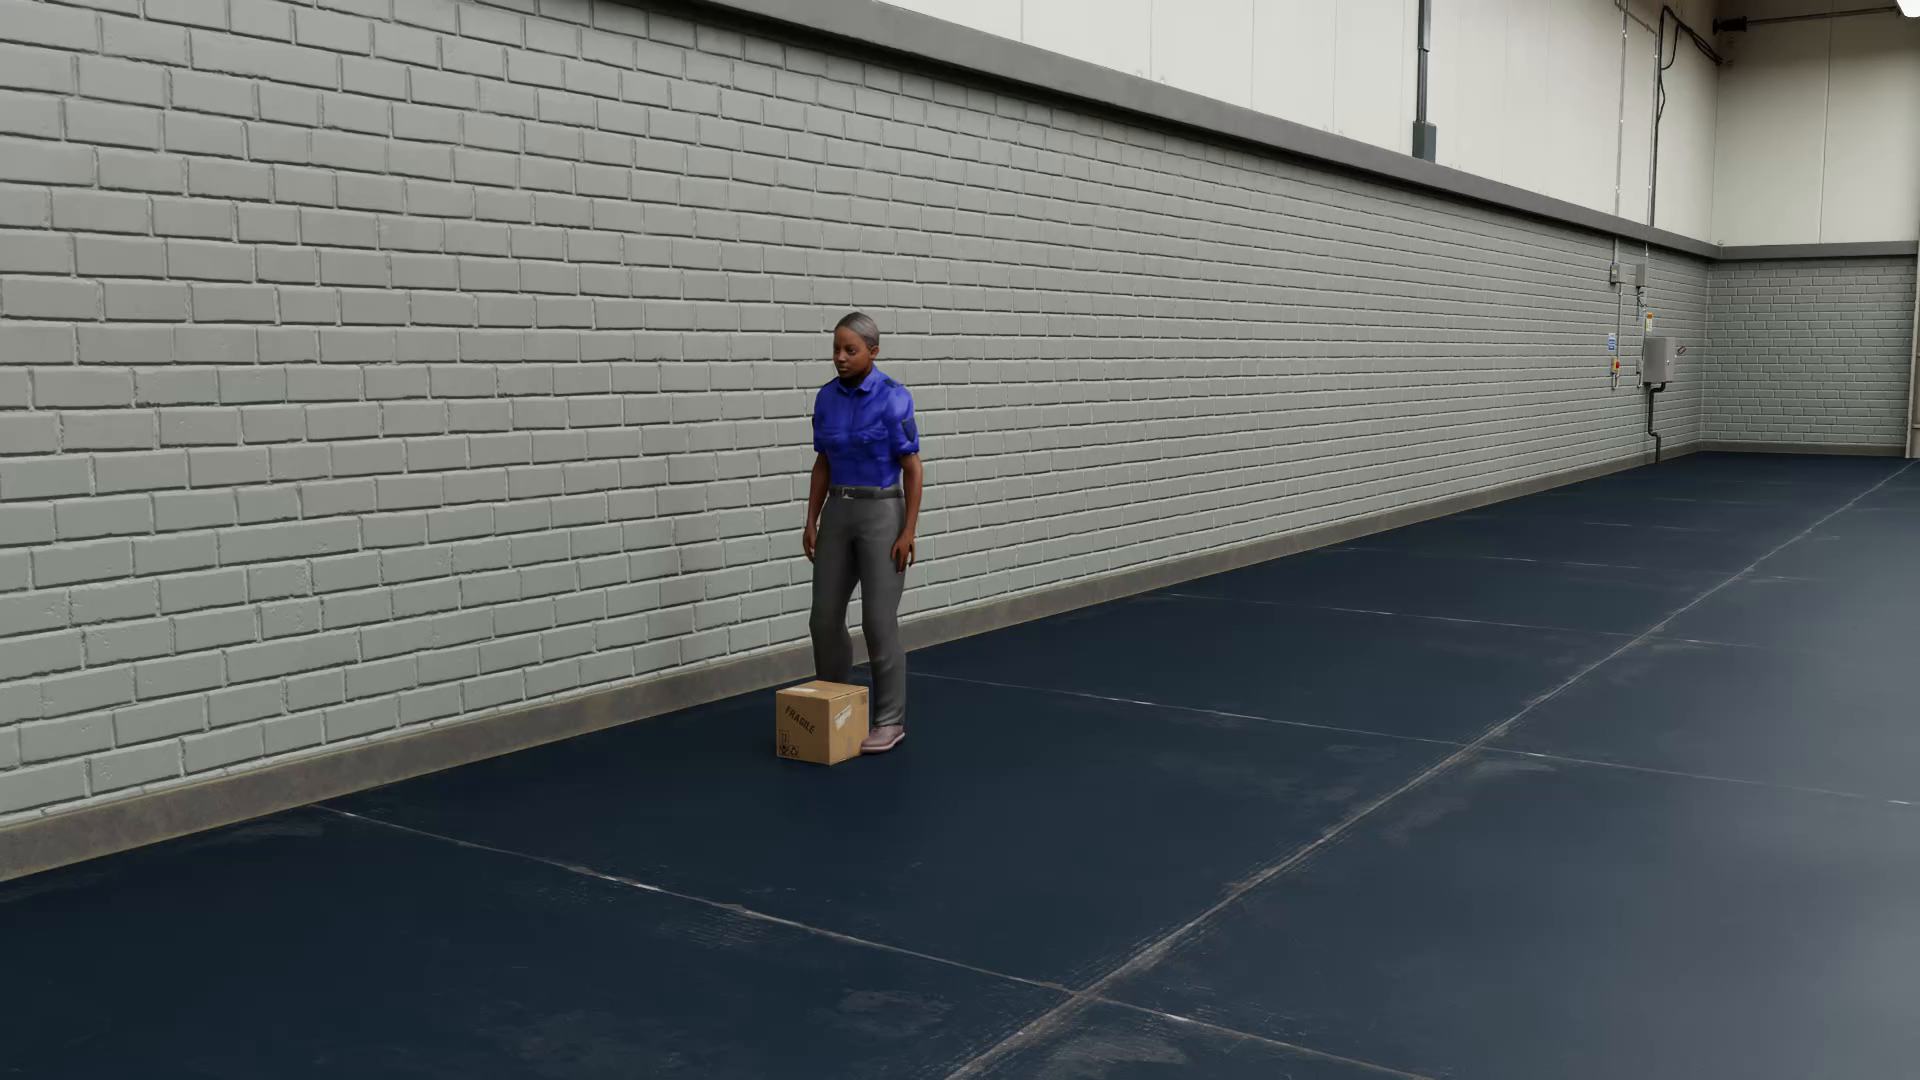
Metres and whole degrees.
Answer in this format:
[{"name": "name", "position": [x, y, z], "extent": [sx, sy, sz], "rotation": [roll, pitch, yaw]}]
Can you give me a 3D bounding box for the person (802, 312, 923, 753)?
[{"name": "person", "position": [-0.391, -0.037, 6.359], "extent": [0.525, 1.653, 0.350], "rotation": [4, 7, 30]}]
